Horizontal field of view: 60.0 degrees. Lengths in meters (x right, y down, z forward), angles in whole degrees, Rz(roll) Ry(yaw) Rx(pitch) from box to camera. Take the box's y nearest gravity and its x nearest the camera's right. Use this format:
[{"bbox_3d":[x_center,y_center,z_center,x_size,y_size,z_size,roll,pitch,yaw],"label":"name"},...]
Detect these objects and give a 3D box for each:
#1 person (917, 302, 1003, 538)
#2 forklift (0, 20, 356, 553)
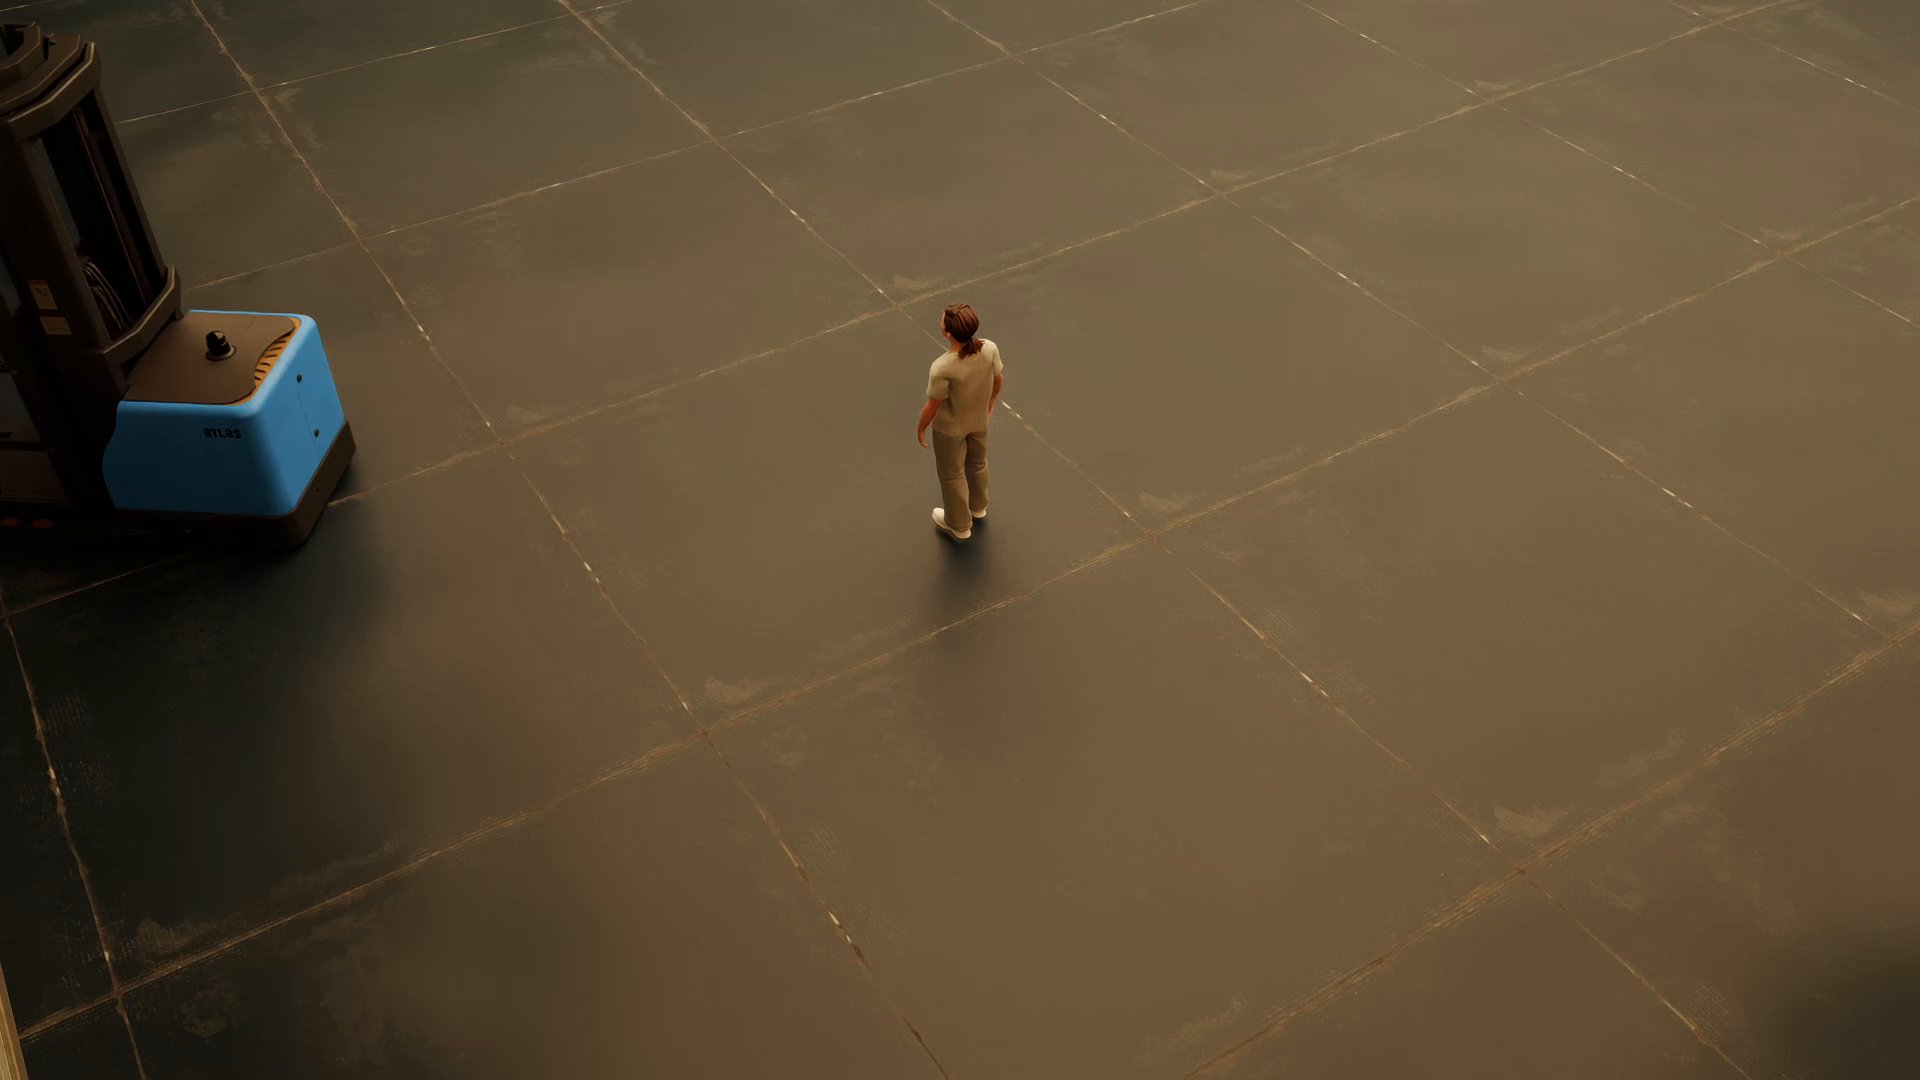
[{"bbox_3d":[-0.028,-0.713,9.568,0.549,1.673,0.547,-23,46,-24],"label":"person"},{"bbox_3d":[-5.409,-1.412,9.487,3.031,2.935,1.130,3,41,3],"label":"forklift"}]
